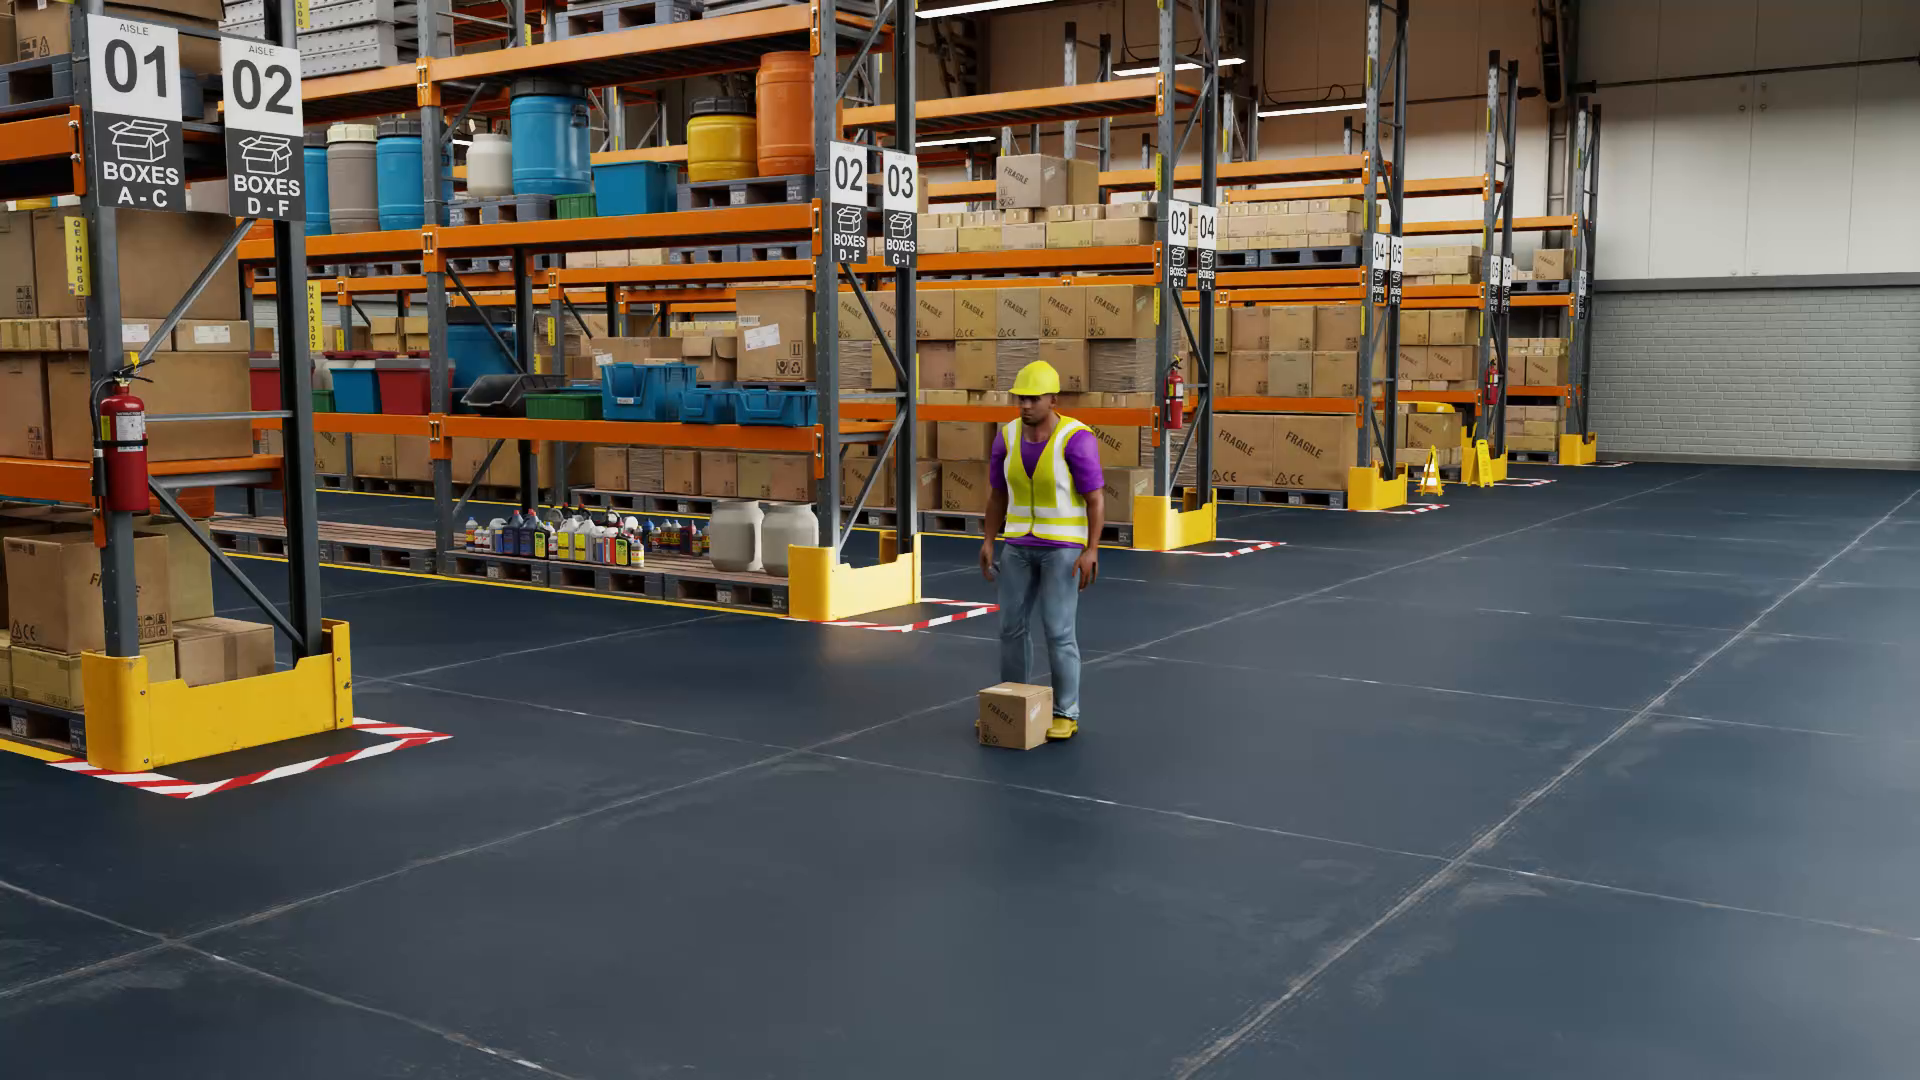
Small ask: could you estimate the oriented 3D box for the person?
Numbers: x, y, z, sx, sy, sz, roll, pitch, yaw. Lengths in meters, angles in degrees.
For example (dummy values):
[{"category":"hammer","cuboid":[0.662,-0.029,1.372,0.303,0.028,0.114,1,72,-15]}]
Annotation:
[{"category":"person","cuboid":[0.373,0.043,7.809,0.628,1.761,0.461,4,7,33]}]
